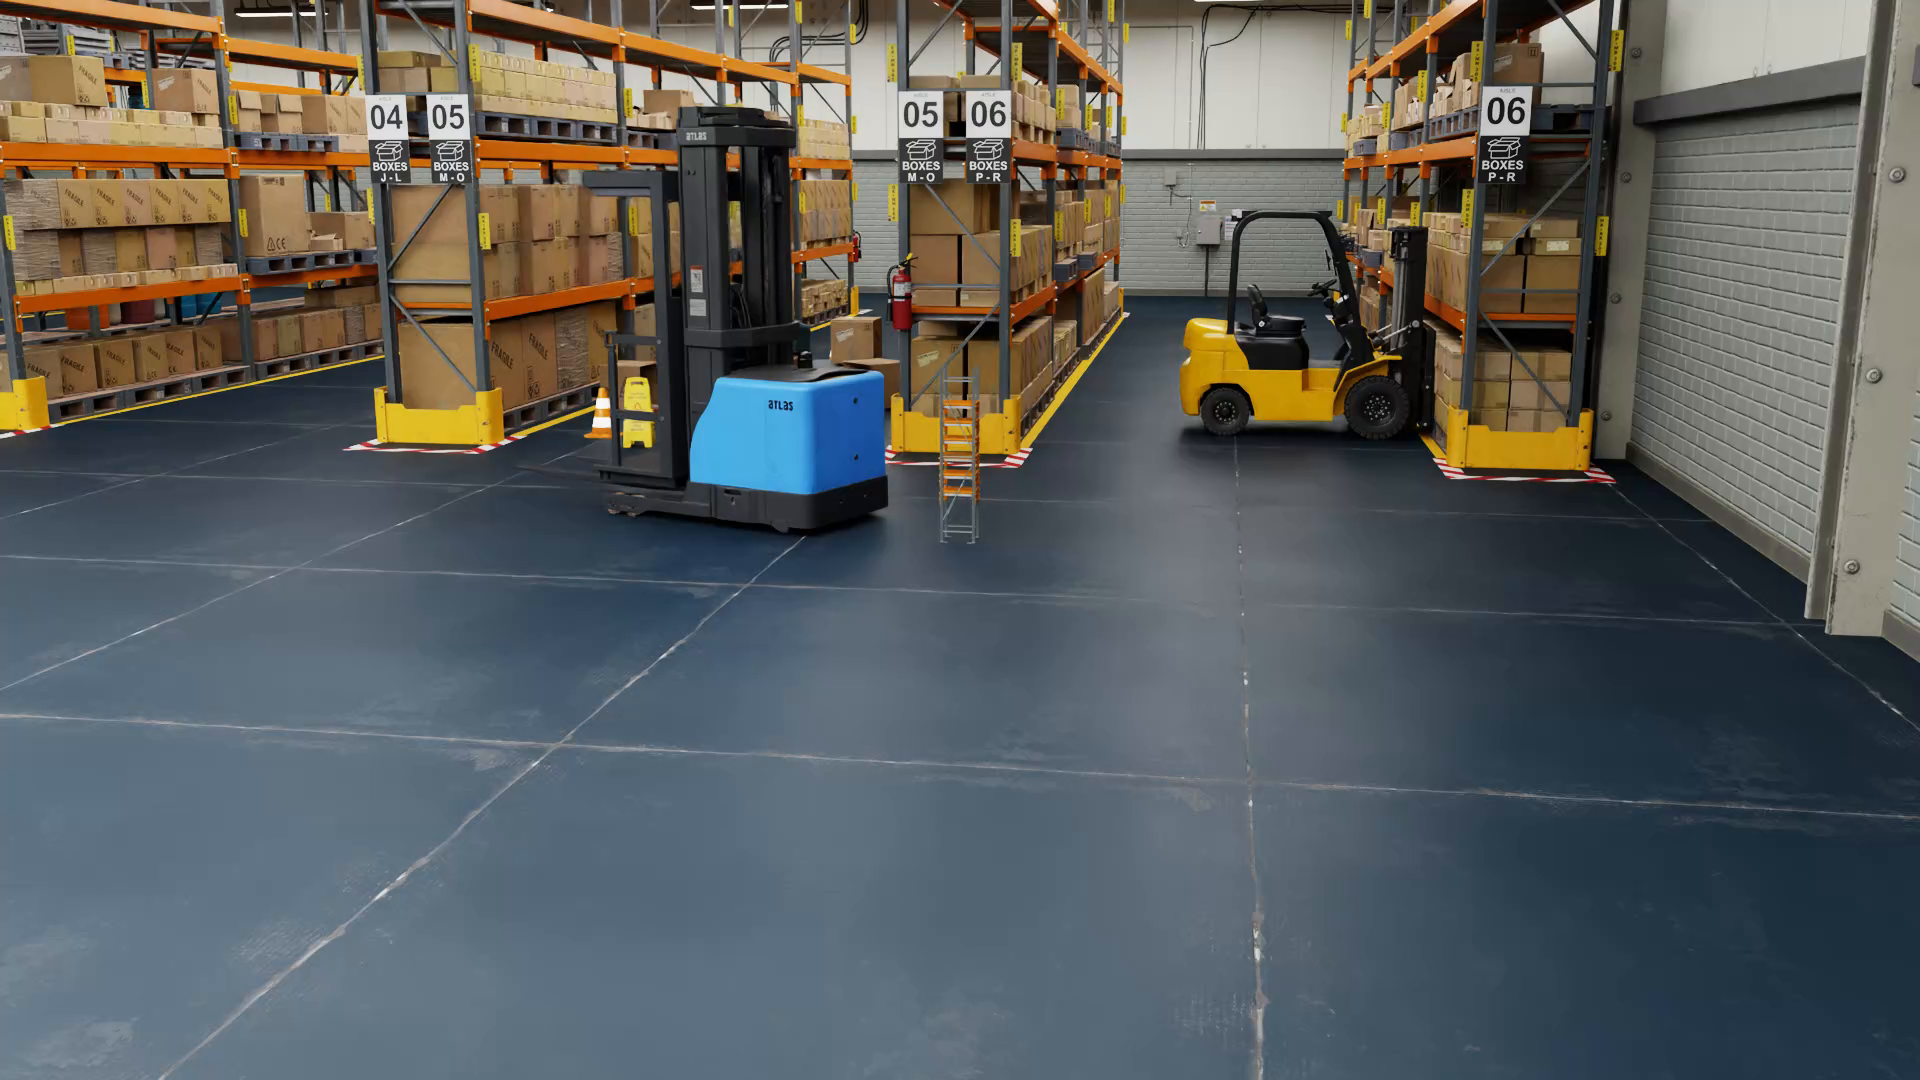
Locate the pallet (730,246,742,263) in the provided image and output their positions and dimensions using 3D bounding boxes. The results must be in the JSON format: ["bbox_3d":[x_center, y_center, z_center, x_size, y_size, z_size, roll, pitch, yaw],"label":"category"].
[{"bbox_3d":[-3.719,-4.143,24.051,1.213,0.211,1.003,2,12,9],"label":"pallet"}]

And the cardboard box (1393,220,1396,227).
[{"bbox_3d":[5.694,-3.984,21.085,0.380,0.149,0.250,2,12,10],"label":"cardboard box"}]

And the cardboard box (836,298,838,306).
[{"bbox_3d":[-2.434,-4.336,30.264,0.380,0.149,0.250,2,12,8],"label":"cardboard box"}]

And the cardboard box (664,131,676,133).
[{"bbox_3d":[-3.588,-5.534,21.910,0.500,0.311,0.500,2,12,9],"label":"cardboard box"}]

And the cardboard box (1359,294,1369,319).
[{"bbox_3d":[6.406,-3.508,25.587,0.500,0.500,0.500,2,12,11],"label":"cardboard box"}]

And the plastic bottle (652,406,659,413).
[{"bbox_3d":[-3.210,-1.395,17.819,0.283,0.061,0.133,-2,12,-11],"label":"plastic bottle"}]

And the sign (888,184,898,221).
[{"bbox_3d":[-0.593,-3.023,14.900,0.100,0.325,0.005,2,12,9],"label":"sign"}]

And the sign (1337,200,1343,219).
[{"bbox_3d":[6.782,-5.891,29.655,0.100,0.325,0.005,2,12,9],"label":"sign"}]

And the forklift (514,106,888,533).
[{"bbox_3d":[-2.061,-1.691,12.382,3.031,2.935,1.130,7,14,31],"label":"forklift"}]

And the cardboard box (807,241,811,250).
[{"bbox_3d":[-2.739,-5.013,28.229,0.380,0.149,0.250,1,12,6],"label":"cardboard box"}]

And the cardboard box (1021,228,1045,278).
[{"bbox_3d":[0.597,-2.991,17.308,0.500,0.500,0.500,2,12,10],"label":"cardboard box"}]

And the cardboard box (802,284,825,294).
[{"bbox_3d":[-2.585,-4.409,29.191,0.380,0.149,0.250,2,12,9],"label":"cardboard box"}]

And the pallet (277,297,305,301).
[{"bbox_3d":[-12.438,-4.559,32.145,1.003,0.211,1.213,2,12,9],"label":"pallet"}]

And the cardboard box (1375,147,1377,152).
[{"bbox_3d":[6.467,-6.046,25.903,0.380,0.149,0.250,2,12,8],"label":"cardboard box"}]

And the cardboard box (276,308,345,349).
[{"bbox_3d":[-8.846,-2.885,22.650,0.700,0.500,0.500,3,13,13],"label":"cardboard box"}]

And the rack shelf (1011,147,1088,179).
[{"bbox_3d":[0.875,-4.644,20.508,1.077,0.370,4.000,2,12,9],"label":"rack shelf"}]

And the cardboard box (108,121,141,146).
[{"bbox_3d":[-9.282,-4.405,18.049,0.500,0.250,0.500,2,12,10],"label":"cardboard box"}]

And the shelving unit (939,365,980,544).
[{"bbox_3d":[-0.002,-0.584,11.353,0.258,1.200,0.189,2,12,9],"label":"shelving unit"}]

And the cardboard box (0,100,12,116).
[{"bbox_3d":[-9.569,-4.239,16.331,0.380,0.149,0.250,2,12,8],"label":"cardboard box"}]

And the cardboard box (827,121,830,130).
[{"bbox_3d":[-2.482,-7.238,29.061,0.380,0.149,0.250,2,12,10],"label":"cardboard box"}]

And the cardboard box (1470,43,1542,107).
[{"bbox_3d":[4.685,-3.989,14.293,0.500,0.500,0.500,2,12,11],"label":"cardboard box"}]

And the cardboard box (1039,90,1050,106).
[{"bbox_3d":[0.732,-4.607,17.333,0.380,0.149,0.250,2,12,10],"label":"cardboard box"}]

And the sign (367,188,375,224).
[{"bbox_3d":[-5.488,-3.122,15.547,0.100,0.325,0.005,2,12,9],"label":"sign"}]

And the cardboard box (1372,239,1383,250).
[{"bbox_3d":[5.810,-4.017,22.612,0.380,0.149,0.250,2,12,10],"label":"cardboard box"}]

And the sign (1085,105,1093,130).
[{"bbox_3d":[1.719,-5.646,22.226,0.100,0.325,0.005,2,12,9],"label":"sign"}]

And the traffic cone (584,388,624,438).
[{"bbox_3d":[-3.469,-1.244,16.166,0.336,0.463,0.334,2,12,9],"label":"traffic cone"}]

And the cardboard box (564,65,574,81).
[{"bbox_3d":[-4.275,-4.890,17.414,0.380,0.149,0.250,2,12,8],"label":"cardboard box"}]

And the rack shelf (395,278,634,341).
[{"bbox_3d":[-4.647,-2.484,17.607,1.077,0.370,4.000,2,12,9],"label":"rack shelf"}]

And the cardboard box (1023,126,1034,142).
[{"bbox_3d":[0.519,-3.951,16.183,0.380,0.149,0.250,2,12,9],"label":"cardboard box"}]

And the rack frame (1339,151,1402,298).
[{"bbox_3d":[7.318,-5.451,29.665,1.000,3.000,0.127,2,12,9],"label":"rack frame"}]

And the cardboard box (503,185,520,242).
[{"bbox_3d":[-4.865,-3.214,16.367,0.875,0.550,0.550,2,12,9],"label":"cardboard box"}]

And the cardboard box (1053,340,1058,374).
[{"bbox_3d":[0.646,-2.143,19.556,0.950,0.372,0.625,2,12,9],"label":"cardboard box"}]

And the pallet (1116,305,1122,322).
[{"bbox_3d":[2.368,-4.078,29.917,1.003,0.211,1.213,2,12,9],"label":"pallet"}]

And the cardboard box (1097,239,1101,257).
[{"bbox_3d":[1.899,-4.497,25.596,0.500,0.250,0.500,2,12,8],"label":"cardboard box"}]

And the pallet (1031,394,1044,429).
[{"bbox_3d":[0.314,-1.354,17.274,1.003,0.211,1.213,2,12,9],"label":"pallet"}]

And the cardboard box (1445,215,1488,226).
[{"bbox_3d":[5.011,-3.136,16.444,0.380,0.149,0.250,2,12,8],"label":"cardboard box"}]

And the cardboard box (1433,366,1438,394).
[{"bbox_3d":[4.770,-1.549,15.904,0.500,0.250,0.500,2,12,7],"label":"cardboard box"}]

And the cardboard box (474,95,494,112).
[{"bbox_3d":[-4.585,-4.078,15.538,0.380,0.149,0.250,2,12,9],"label":"cardboard box"}]

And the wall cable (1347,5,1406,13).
[{"bbox_3d":[9.451,-12.235,33.706,2.988,3.039,0.133,2,12,9],"label":"wall cable"}]

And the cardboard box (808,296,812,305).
[{"bbox_3d":[-2.740,-4.103,28.476,0.380,0.149,0.250,1,12,6],"label":"cardboard box"}]

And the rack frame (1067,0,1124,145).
[{"bbox_3d":[2.413,-8.543,29.775,1.000,3.000,0.127,2,12,9],"label":"rack frame"}]

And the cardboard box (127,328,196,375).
[{"bbox_3d":[-9.406,-2.216,19.590,0.500,0.500,0.500,6,14,27],"label":"cardboard box"}]

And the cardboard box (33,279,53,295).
[{"bbox_3d":[-9.503,-2.581,16.947,0.380,0.149,0.250,2,12,9],"label":"cardboard box"}]

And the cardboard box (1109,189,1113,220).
[{"bbox_3d":[2.284,-5.618,27.831,0.500,0.500,0.500,2,12,10],"label":"cardboard box"}]

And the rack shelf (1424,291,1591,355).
[{"bbox_3d":[5.165,-2.185,16.217,1.077,0.370,4.000,2,12,9],"label":"rack shelf"}]

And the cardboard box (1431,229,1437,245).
[{"bbox_3d":[4.960,-3.048,16.740,0.380,0.149,0.250,2,12,8],"label":"cardboard box"}]

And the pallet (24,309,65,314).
[{"bbox_3d":[-17.490,-4.455,31.665,1.003,0.211,1.213,2,12,9],"label":"pallet"}]

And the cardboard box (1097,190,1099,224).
[{"bbox_3d":[1.808,-5.002,24.971,0.500,0.500,0.500,2,12,10],"label":"cardboard box"}]

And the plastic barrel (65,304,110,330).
[{"bbox_3d":[-13.445,-3.674,25.574,0.600,0.830,0.708,2,12,9],"label":"plastic barrel"}]

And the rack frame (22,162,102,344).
[{"bbox_3d":[-13.503,-4.427,24.914,1.000,3.000,0.127,2,12,9],"label":"rack frame"}]

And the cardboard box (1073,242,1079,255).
[{"bbox_3d":[1.326,-3.730,21.280,0.380,0.149,0.250,2,12,10],"label":"cardboard box"}]

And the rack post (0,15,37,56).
[{"bbox_3d":[-13.901,-7.037,22.313,1.013,1.000,3.121,2,12,9],"label":"rack post"}]

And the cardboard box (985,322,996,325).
[{"bbox_3d":[0.139,-2.114,17.934,0.500,0.500,0.500,2,12,11],"label":"cardboard box"}]

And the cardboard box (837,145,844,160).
[{"bbox_3d":[-2.373,-6.933,29.781,0.500,0.250,0.500,2,12,9],"label":"cardboard box"}]

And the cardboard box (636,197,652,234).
[{"bbox_3d":[-4.191,-4.000,20.325,0.700,0.500,0.500,2,12,8],"label":"cardboard box"}]
